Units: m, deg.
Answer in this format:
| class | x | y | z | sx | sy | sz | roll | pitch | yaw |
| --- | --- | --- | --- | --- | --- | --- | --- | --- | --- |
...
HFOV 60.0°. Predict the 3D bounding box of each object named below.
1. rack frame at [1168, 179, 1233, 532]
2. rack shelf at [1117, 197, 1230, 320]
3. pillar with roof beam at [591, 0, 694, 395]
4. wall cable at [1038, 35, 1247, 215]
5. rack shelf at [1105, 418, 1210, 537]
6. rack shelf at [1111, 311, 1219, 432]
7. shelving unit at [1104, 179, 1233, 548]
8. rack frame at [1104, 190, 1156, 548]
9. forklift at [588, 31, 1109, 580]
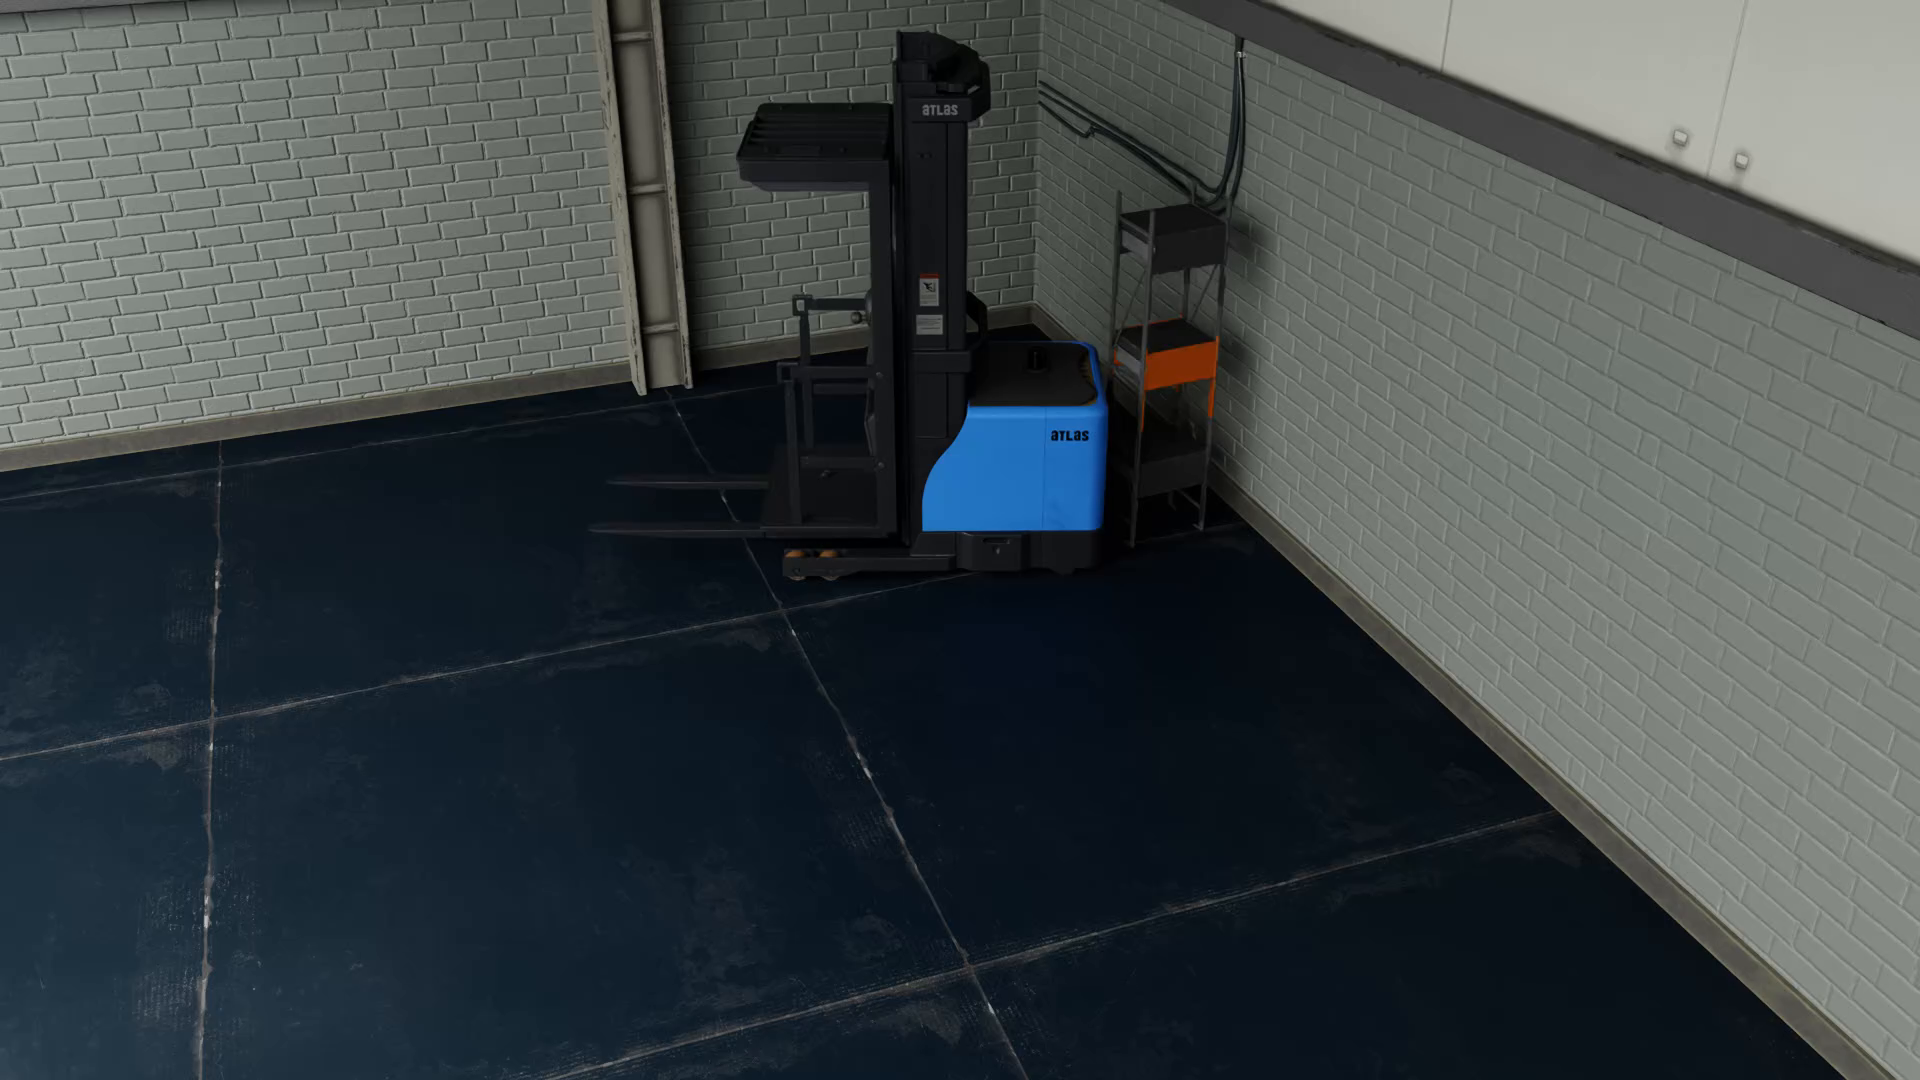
| class | x | y | z | sx | sy | sz | roll | pitch | yaw |
| --- | --- | --- | --- | --- | --- | --- | --- | --- | --- |
| rack frame | 1.406 | -1.052 | 9.822 | 0.015 | 2.100 | 0.400 | -13 | 33 | -21 |
| rack shelf | 1.186 | -1.595 | 9.389 | 0.480 | 0.518 | 0.431 | -13 | 33 | -21 |
| pillar with roof beam | -0.664 | -3.053 | 6.369 | 0.400 | 9.000 | 9.100 | -10 | 31 | -18 |
| wall cable | 1.057 | -3.596 | 10.459 | 0.112 | 2.526 | 3.097 | -10 | 31 | -18 |
| rack shelf | 1.182 | -0.384 | 10.091 | 0.480 | 0.518 | 0.431 | -13 | 33 | -21 |
| rack shelf | 1.184 | -0.990 | 9.740 | 0.480 | 0.518 | 0.431 | -13 | 33 | -21 |
| shelving unit | 1.184 | -1.001 | 9.733 | 0.503 | 2.100 | 0.431 | -13 | 33 | -21 |
| rack frame | 0.962 | -0.951 | 9.645 | 0.015 | 2.100 | 0.400 | -13 | 33 | -21 |
| forklift | -0.671 | -1.306 | 9.432 | 3.031 | 2.935 | 1.130 | 0 | 30 | 0 |
